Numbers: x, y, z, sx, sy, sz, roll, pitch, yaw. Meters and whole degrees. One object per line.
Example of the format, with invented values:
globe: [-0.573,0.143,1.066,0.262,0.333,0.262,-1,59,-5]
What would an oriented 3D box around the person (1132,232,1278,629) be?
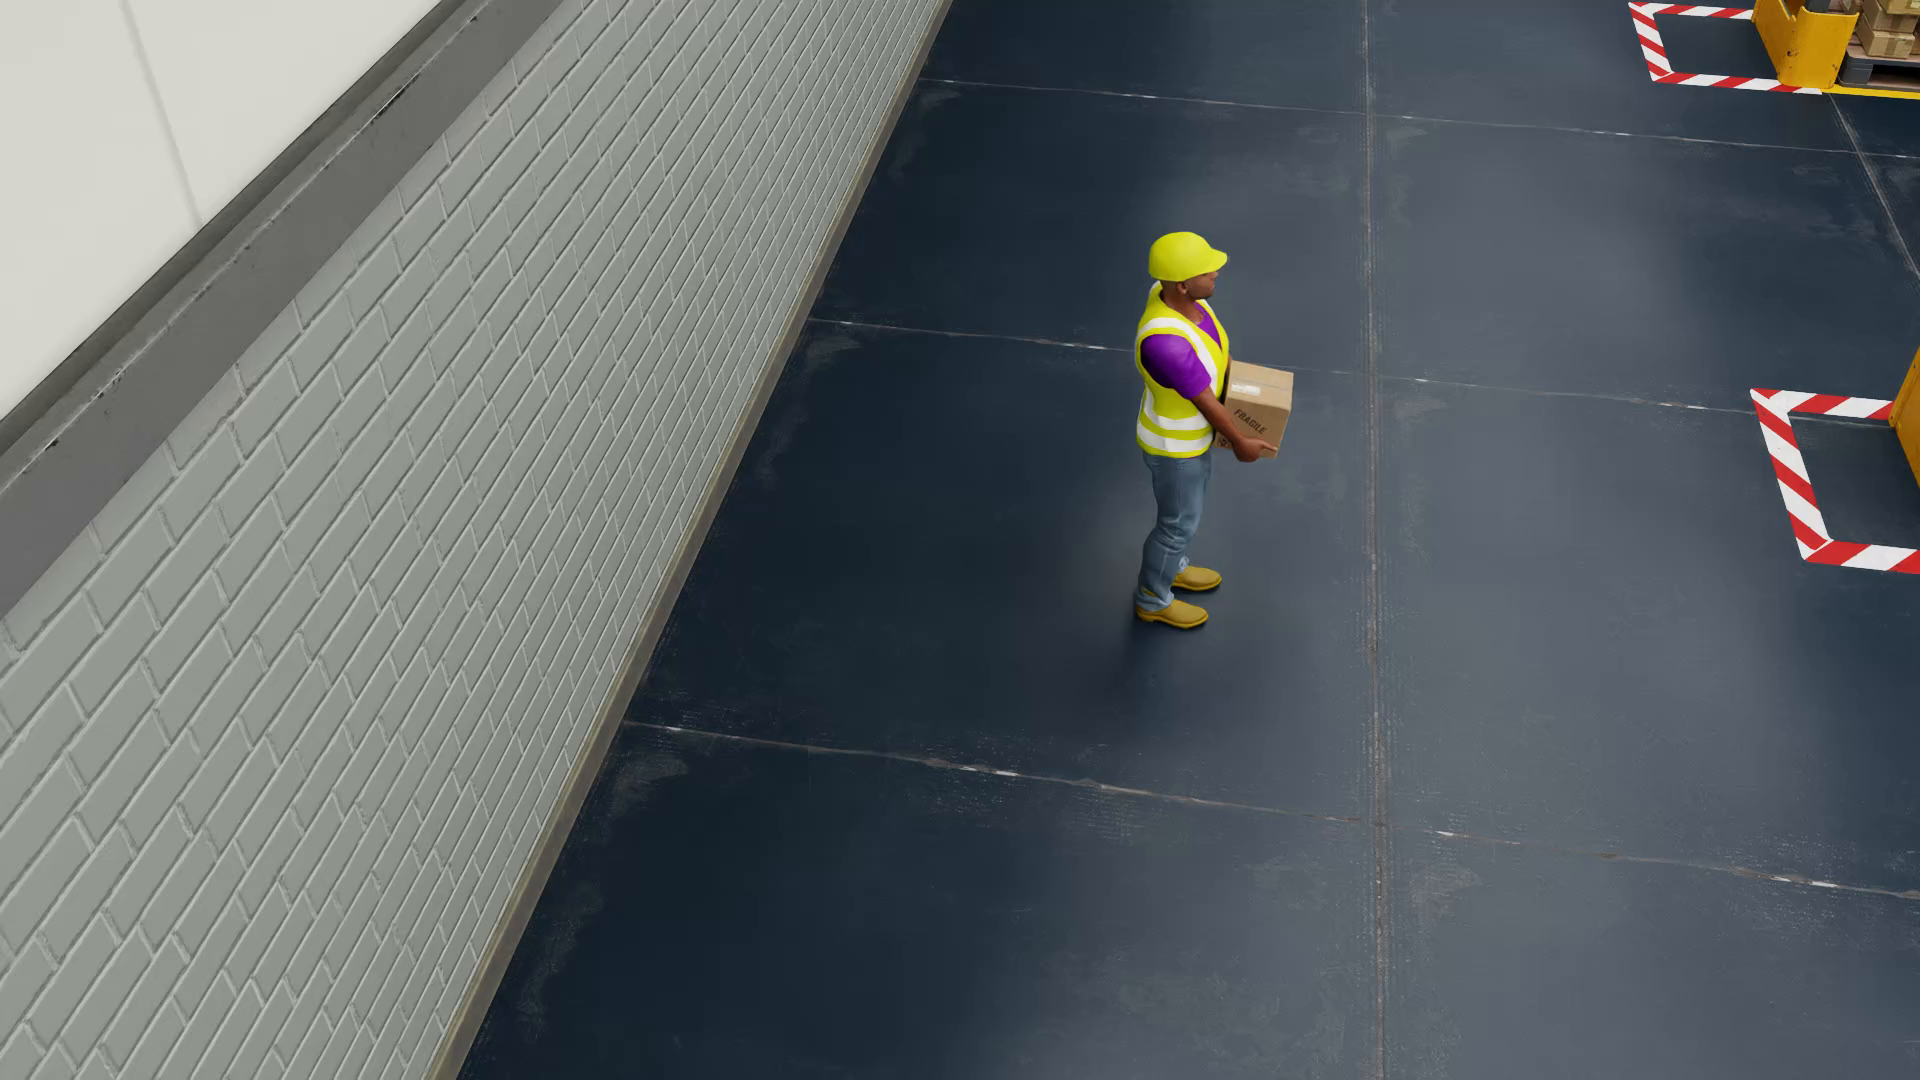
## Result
person: [0.974,-0.427,6.647,0.586,1.760,0.503,7,41,9]
